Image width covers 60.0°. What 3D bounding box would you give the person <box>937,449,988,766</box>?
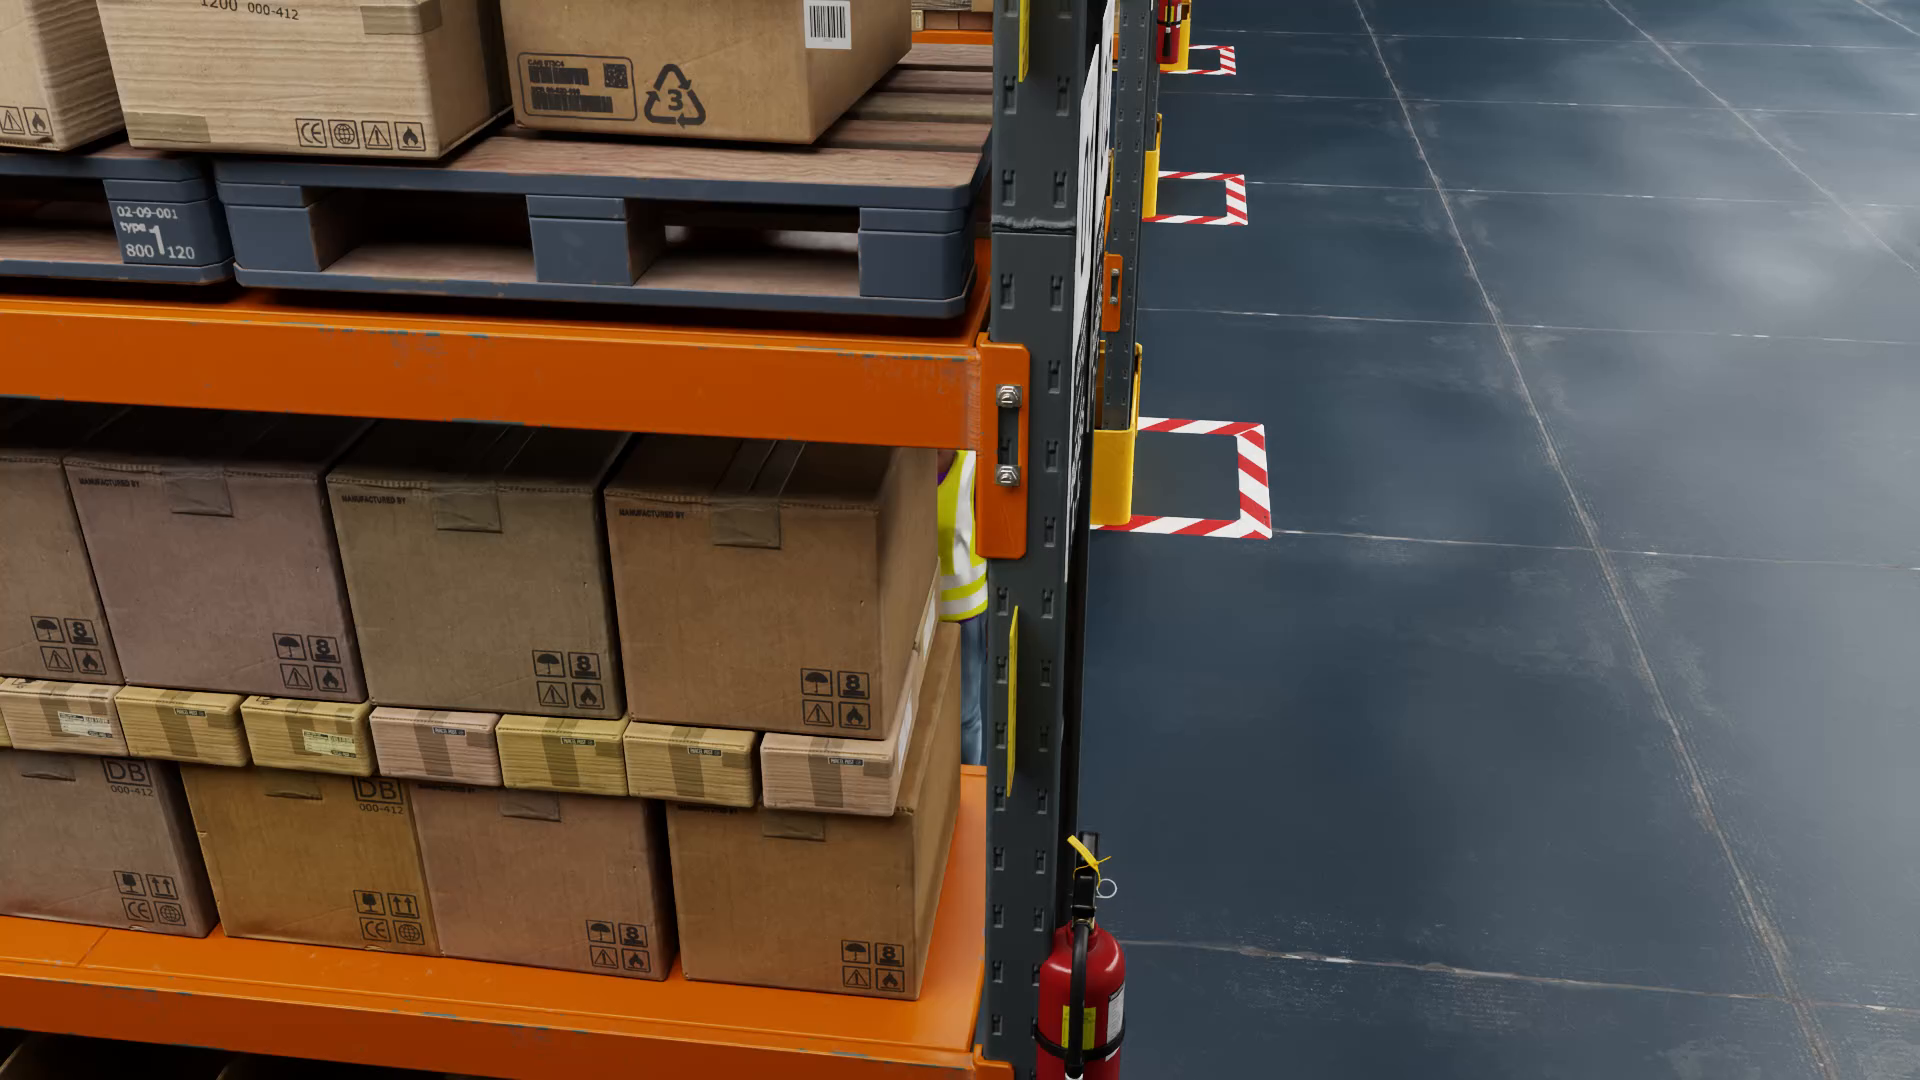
[{"bbox_3d":[-0.098,0.200,5.680,0.564,1.713,0.357,4,28,7],"label":"person"}]
